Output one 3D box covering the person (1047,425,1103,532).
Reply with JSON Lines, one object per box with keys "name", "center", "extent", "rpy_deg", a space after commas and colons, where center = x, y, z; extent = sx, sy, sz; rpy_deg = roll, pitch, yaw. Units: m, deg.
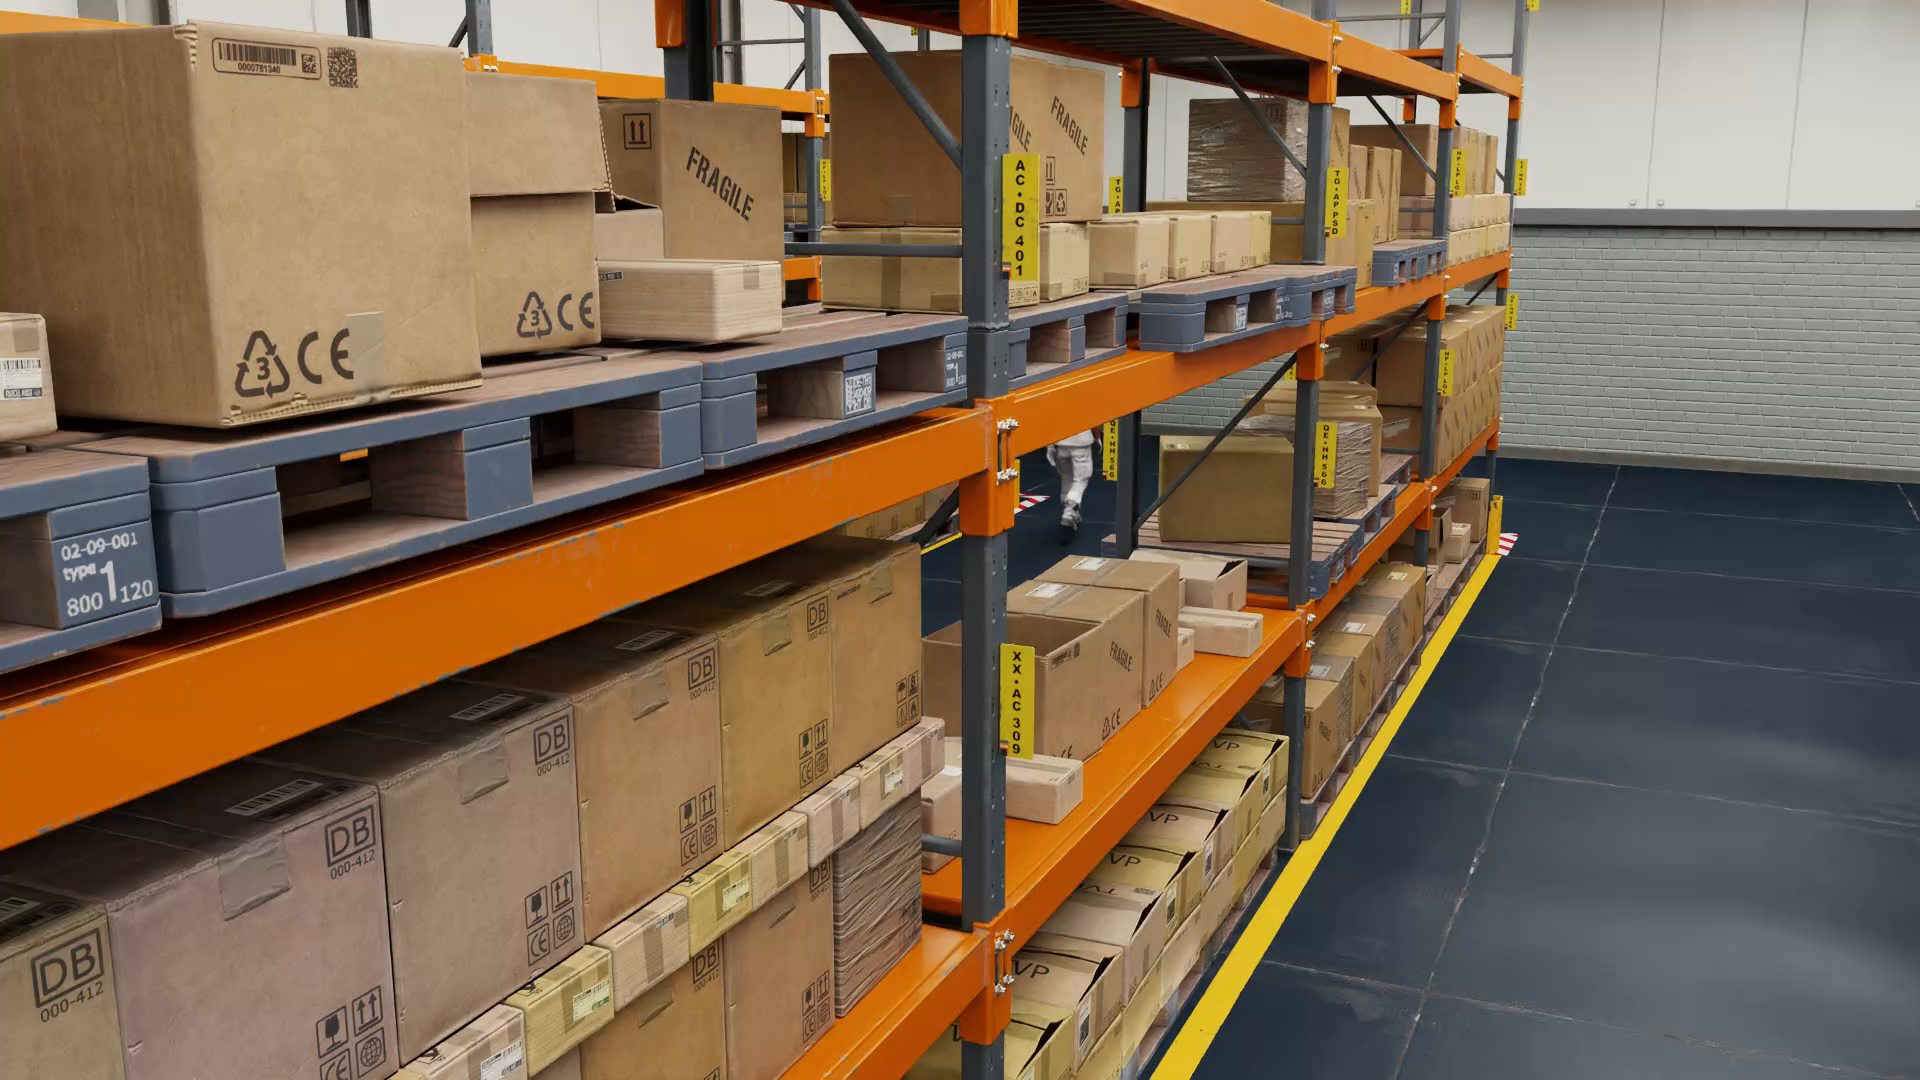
{"name": "person", "center": [1.105, -0.932, 16.278], "extent": [0.521, 1.751, 1.003], "rpy_deg": [4, 13, 19]}
